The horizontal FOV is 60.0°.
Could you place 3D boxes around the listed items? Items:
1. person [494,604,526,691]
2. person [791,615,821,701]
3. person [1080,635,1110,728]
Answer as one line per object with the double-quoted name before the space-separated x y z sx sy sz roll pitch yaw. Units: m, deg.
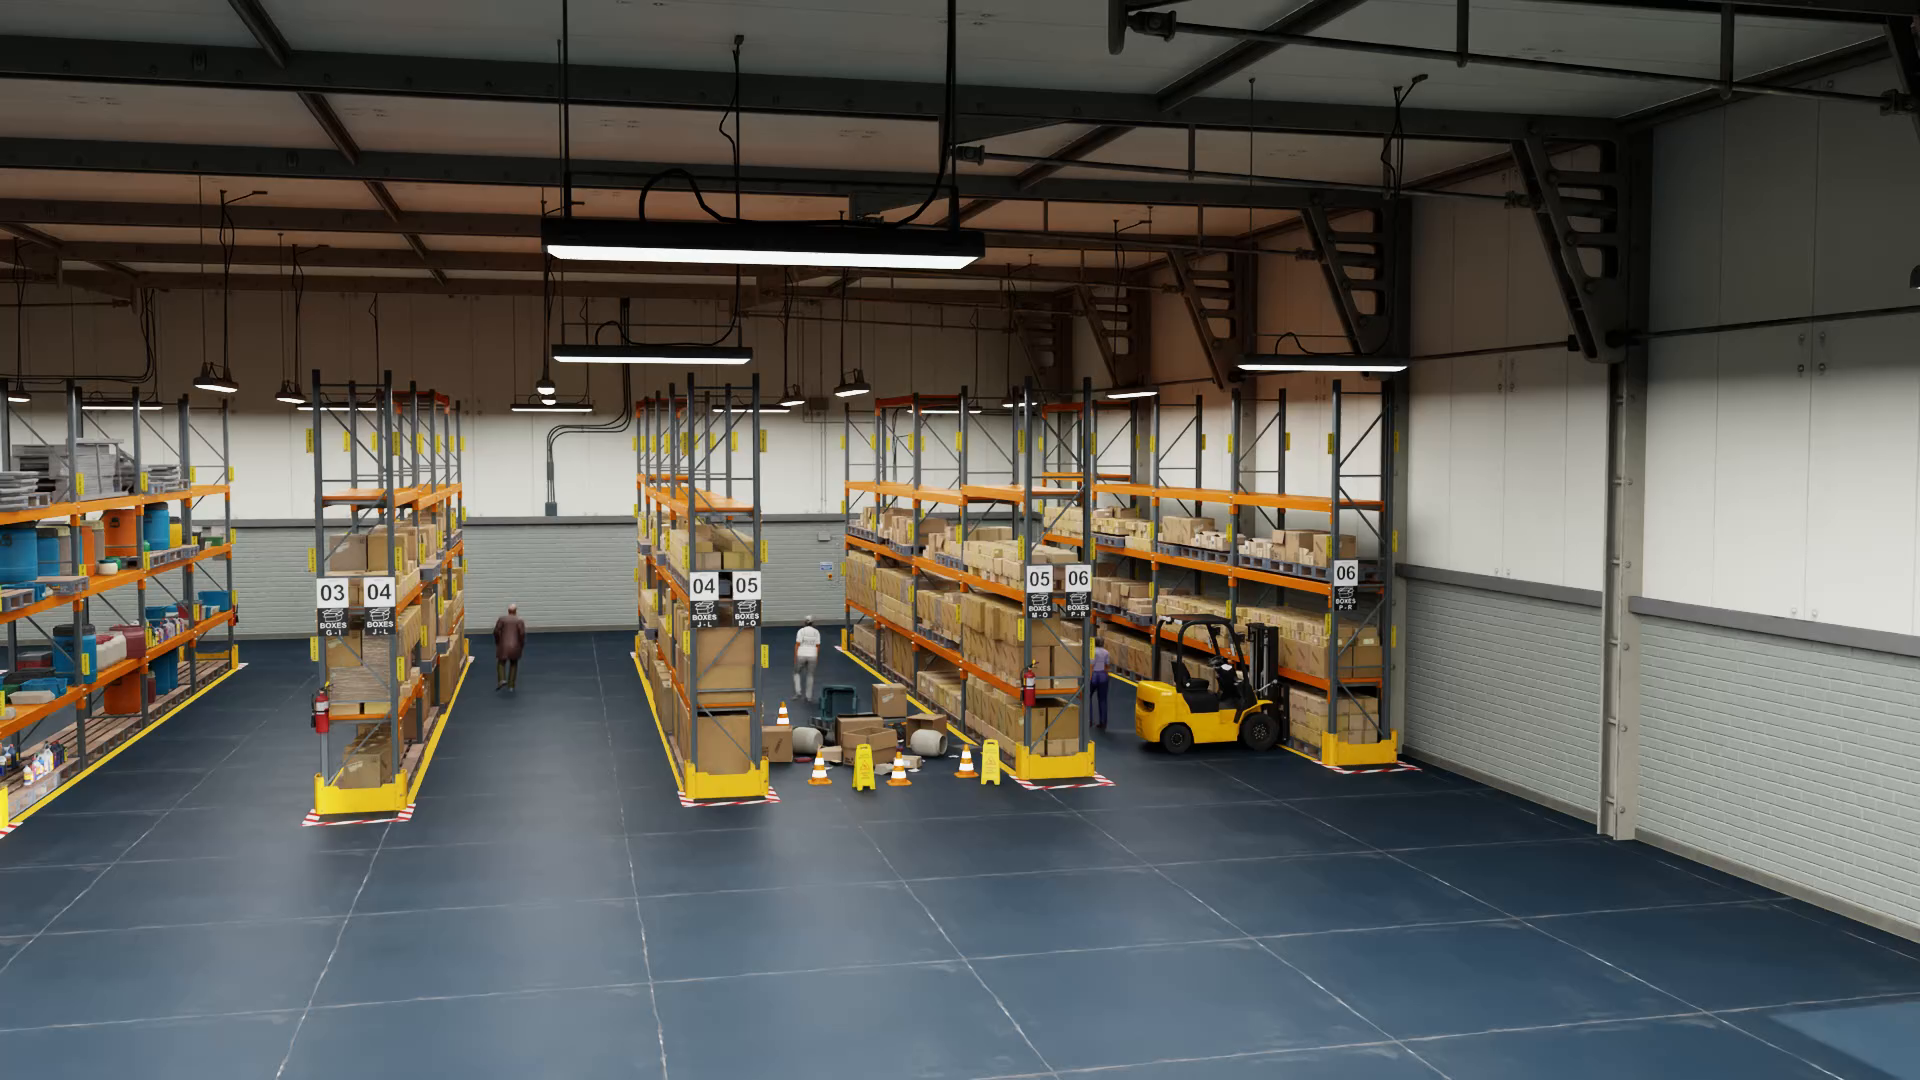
"person" -9.107 2.186 33.614 0.628 1.747 0.703 -1 3 -10
"person" -3.005 2.302 32.327 0.587 1.673 0.414 -1 3 -12
"person" 2.425 2.525 29.265 0.501 1.693 0.606 -1 3 -17
